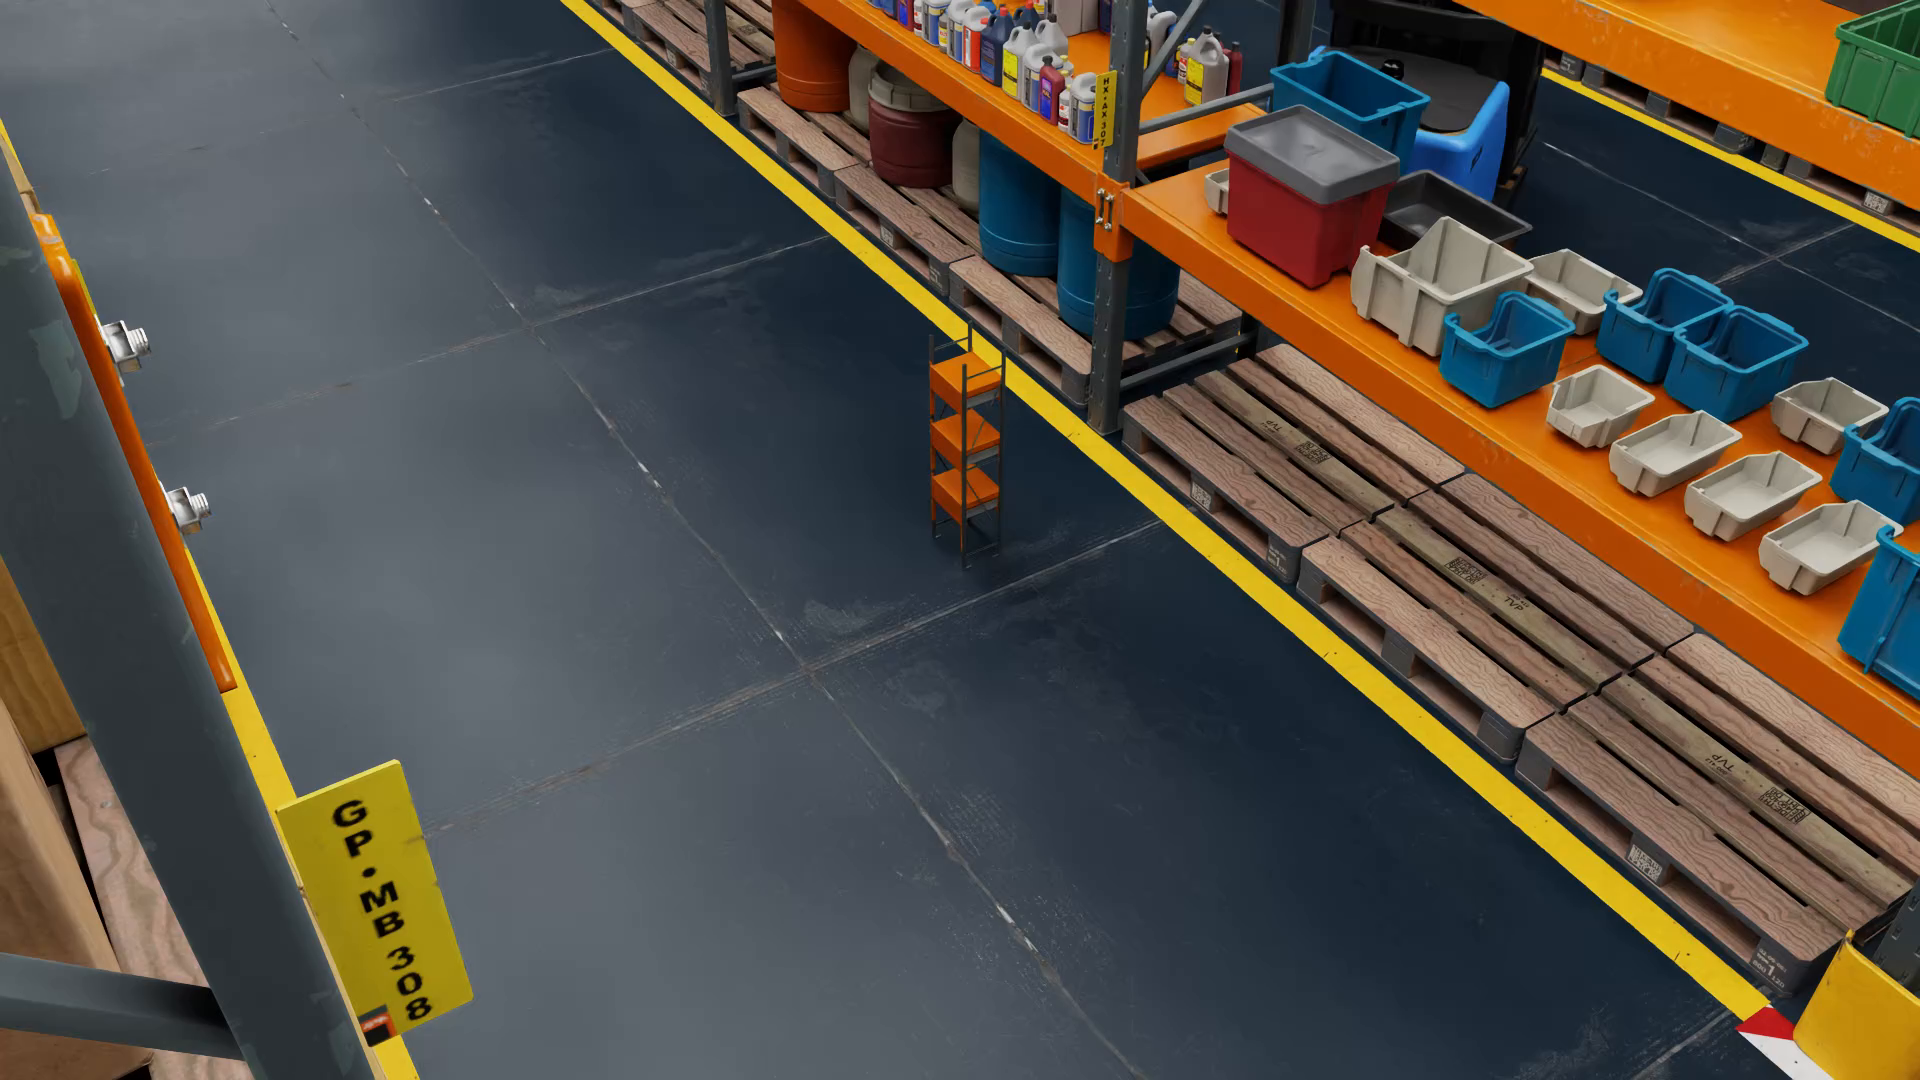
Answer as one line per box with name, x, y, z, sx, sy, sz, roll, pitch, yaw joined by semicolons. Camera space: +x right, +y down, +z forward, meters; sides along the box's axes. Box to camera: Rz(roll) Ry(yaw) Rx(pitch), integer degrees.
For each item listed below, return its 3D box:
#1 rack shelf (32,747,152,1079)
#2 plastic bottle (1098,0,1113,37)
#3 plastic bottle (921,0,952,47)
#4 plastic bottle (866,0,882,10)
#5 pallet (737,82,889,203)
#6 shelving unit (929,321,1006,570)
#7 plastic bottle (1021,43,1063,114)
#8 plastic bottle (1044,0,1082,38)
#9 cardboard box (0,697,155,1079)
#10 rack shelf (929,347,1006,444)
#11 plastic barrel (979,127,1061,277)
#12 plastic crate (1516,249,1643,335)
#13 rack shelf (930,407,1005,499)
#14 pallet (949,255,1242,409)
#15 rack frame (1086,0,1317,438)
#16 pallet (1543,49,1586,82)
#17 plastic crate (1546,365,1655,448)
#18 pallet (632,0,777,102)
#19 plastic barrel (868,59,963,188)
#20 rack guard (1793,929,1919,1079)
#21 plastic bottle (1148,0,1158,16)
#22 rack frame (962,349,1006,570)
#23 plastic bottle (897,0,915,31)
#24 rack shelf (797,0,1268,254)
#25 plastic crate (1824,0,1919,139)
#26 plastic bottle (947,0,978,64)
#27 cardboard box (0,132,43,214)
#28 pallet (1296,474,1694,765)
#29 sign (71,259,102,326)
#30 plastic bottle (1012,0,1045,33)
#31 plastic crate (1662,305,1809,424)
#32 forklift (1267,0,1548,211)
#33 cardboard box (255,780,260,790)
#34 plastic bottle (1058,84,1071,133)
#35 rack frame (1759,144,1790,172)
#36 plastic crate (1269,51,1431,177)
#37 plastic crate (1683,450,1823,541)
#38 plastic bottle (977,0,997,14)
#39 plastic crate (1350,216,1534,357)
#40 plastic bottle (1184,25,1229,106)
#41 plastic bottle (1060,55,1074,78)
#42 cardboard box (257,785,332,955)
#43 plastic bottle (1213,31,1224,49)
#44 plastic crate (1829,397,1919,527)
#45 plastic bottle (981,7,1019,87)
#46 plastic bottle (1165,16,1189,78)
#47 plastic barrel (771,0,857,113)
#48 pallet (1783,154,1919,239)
rack shelf;-2.044;0.072;3.040;1.077;0.370;4.000;-22;45;-24
plastic bottle;0.741;-2.616;8.138;0.061;0.283;0.133;-22;45;-24
plastic bottle;-0.093;-2.558;8.073;0.152;0.276;0.135;-22;45;-24
plastic bottle;-0.389;-2.855;8.430;0.152;0.276;0.135;-22;45;-24
pallet;-0.636;-2.513;10.101;1.003;0.211;1.213;-22;45;-24
shelving unit;0.029;-0.374;6.879;0.215;1.050;0.252;-22;45;-24
plastic bottle;0.375;-2.088;7.509;0.152;0.276;0.135;-22;45;-24
plastic bottle;0.502;-2.618;8.145;0.152;0.276;0.135;-22;45;-24
cardboard box;-1.294;0.374;1.630;0.700;0.500;0.500;-25;46;-27
rack shelf;0.029;-0.584;6.704;0.215;0.259;0.240;-22;45;-24
plastic barrel;0.397;-1.874;8.467;0.600;0.901;0.708;-22;45;-24
plastic crate;2.246;-0.922;6.173;0.293;0.136;0.466;-22;45;-24
rack shelf;0.029;-0.366;6.886;0.215;0.259;0.240;-22;45;-24
pallet;0.676;-1.196;8.521;1.003;0.211;1.213;-22;45;-24
rack frame;1.056;-1.837;7.111;1.000;3.000;0.127;-22;45;-24
pallet;4.105;-3.554;11.350;1.003;0.211;1.213;-22;45;-24
plastic crate;2.127;-0.434;5.587;0.298;0.136;0.250;-22;45;-24
pallet;-1.478;-3.356;11.113;1.003;0.211;1.213;-22;45;-24
plastic barrel;-0.210;-2.363;9.298;0.600;0.588;0.708;-22;45;-24
rack guard;3.231;1.291;5.310;1.175;0.500;0.348;-22;45;-24
plastic bottle;0.893;-2.438;7.933;0.097;0.271;0.097;0;40;0
rack frame;0.094;-0.309;6.800;0.200;1.050;0.008;-22;45;-24
plastic bottle;-0.256;-2.670;8.202;0.061;0.283;0.133;-22;45;-24
rack shelf;-0.019;-2.640;8.637;1.077;0.370;4.000;-22;45;-24
plastic crate;2.436;-1.183;4.149;0.450;0.188;0.336;-22;45;-24
plastic bottle;0.032;-2.433;7.923;0.152;0.276;0.135;-22;45;-24
cardboard box;-4.917;-1.256;7.746;1.225;0.875;0.875;-24;46;-26
pallet;2.144;0.277;6.753;1.003;0.211;1.213;-22;45;-24
sign;-2.653;-0.687;4.993;0.100;0.325;0.005;-22;45;-24
plastic bottle;0.308;-2.351;7.766;0.144;0.351;0.185;-22;45;-24
plastic crate;2.644;-0.594;5.703;0.416;0.233;0.300;-22;45;-24
forklift;2.637;-3.146;8.735;1.130;2.935;3.031;18;43;21
cardboard box;-1.988;0.710;4.251;0.380;0.149;0.250;-23;45;-25
plastic bottle;0.486;-1.915;7.360;0.097;0.201;0.097;0;40;0
rack frame;5.235;-3.540;9.155;1.000;3.000;0.127;-22;45;-24
plastic crate;1.595;-1.719;6.936;0.392;0.384;0.575;-22;45;-24
plastic crate;2.472;-0.139;5.233;0.396;0.136;0.243;-22;45;-24
plastic bottle;0.127;-2.484;7.988;0.097;0.271;0.097;0;40;0
plastic crate;1.722;-0.927;6.065;0.437;0.282;0.530;-22;45;-24
plastic bottle;1.118;-2.141;7.515;0.144;0.351;0.185;-22;45;-24
plastic bottle;0.470;-2.112;7.597;0.097;0.201;0.097;0;40;0
cardboard box;-1.552;0.783;3.266;0.500;0.500;0.500;-23;45;-26
plastic bottle;1.147;-2.209;7.649;0.061;0.283;0.133;-22;45;-24
plastic crate;2.998;-0.239;5.277;0.416;0.233;0.300;-22;45;-24
plastic bottle;0.187;-2.301;7.707;0.144;0.351;0.185;-22;45;-24
plastic bottle;1.017;-2.313;7.783;0.097;0.271;0.097;0;40;0
plastic barrel;-0.817;-3.065;9.953;0.600;0.830;0.708;-22;45;-24
pallet;5.603;-2.097;9.602;1.003;0.211;1.213;-22;45;-24
